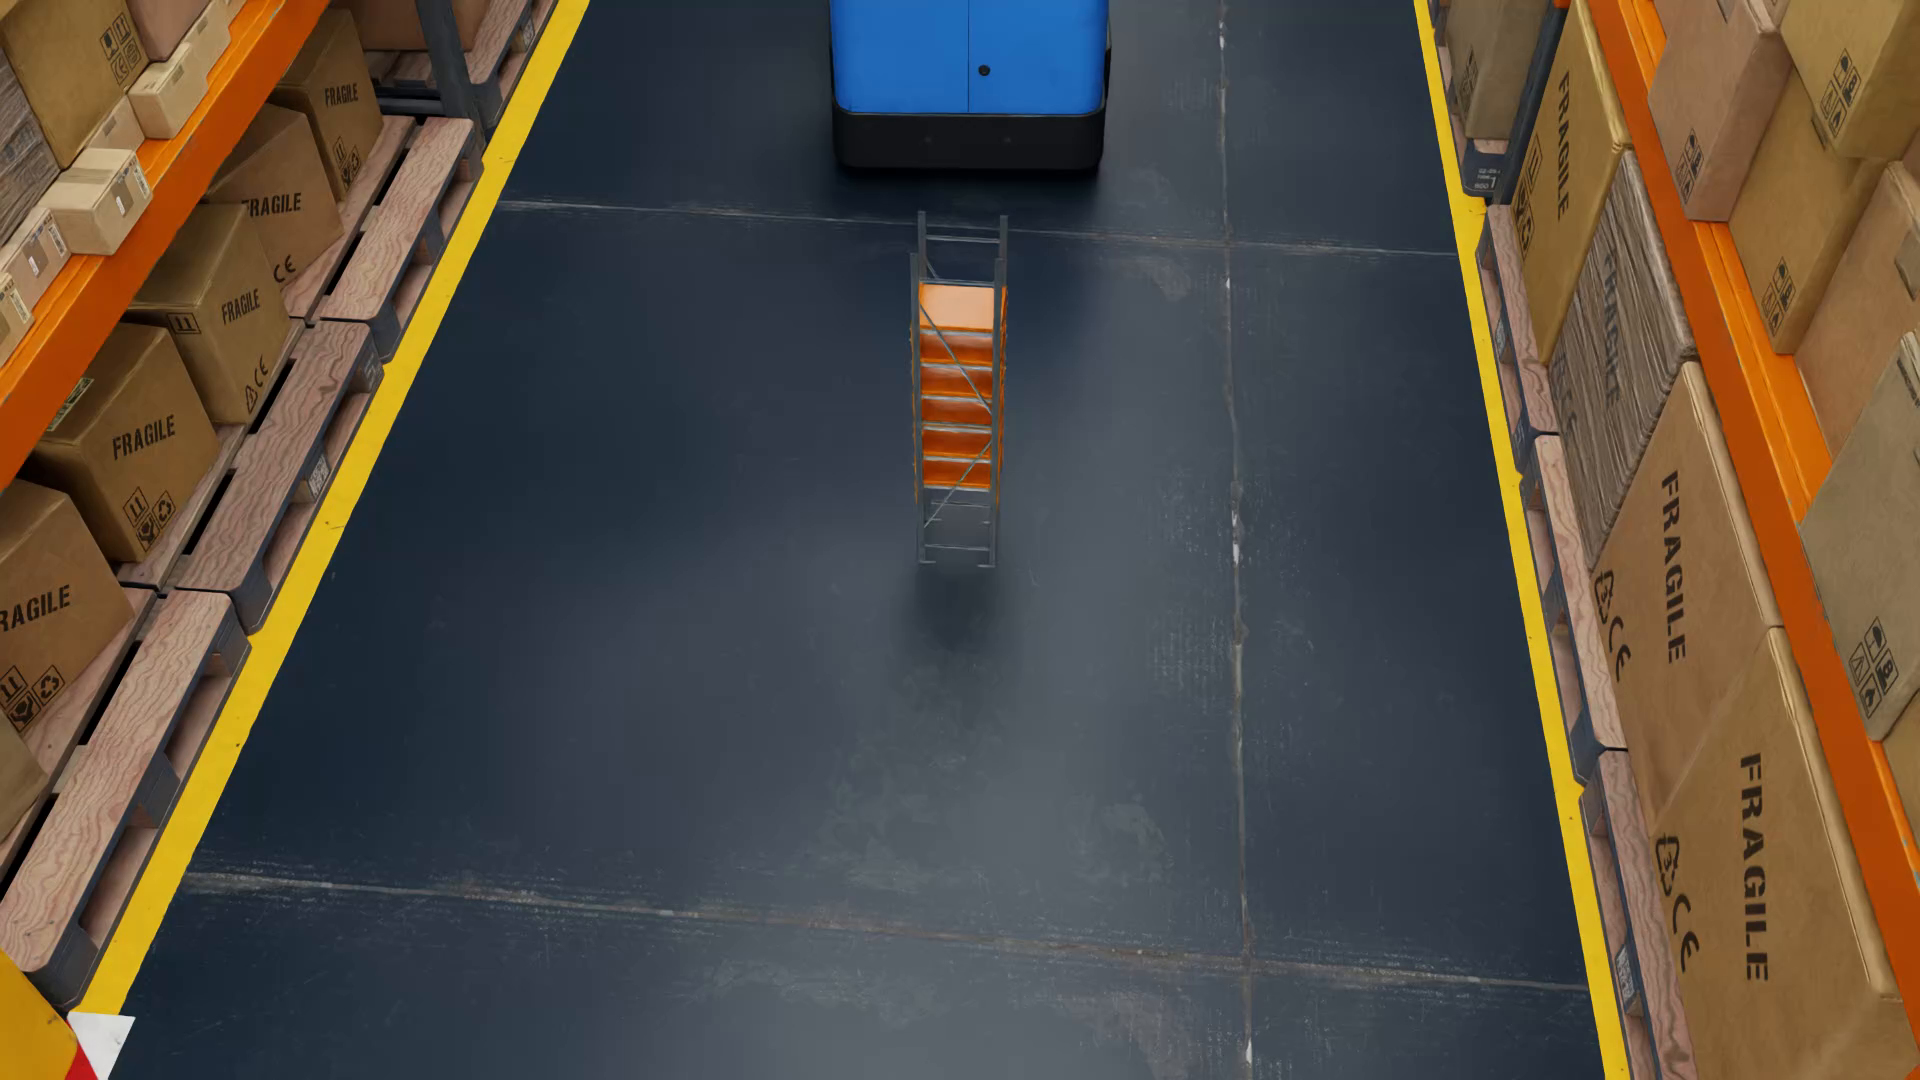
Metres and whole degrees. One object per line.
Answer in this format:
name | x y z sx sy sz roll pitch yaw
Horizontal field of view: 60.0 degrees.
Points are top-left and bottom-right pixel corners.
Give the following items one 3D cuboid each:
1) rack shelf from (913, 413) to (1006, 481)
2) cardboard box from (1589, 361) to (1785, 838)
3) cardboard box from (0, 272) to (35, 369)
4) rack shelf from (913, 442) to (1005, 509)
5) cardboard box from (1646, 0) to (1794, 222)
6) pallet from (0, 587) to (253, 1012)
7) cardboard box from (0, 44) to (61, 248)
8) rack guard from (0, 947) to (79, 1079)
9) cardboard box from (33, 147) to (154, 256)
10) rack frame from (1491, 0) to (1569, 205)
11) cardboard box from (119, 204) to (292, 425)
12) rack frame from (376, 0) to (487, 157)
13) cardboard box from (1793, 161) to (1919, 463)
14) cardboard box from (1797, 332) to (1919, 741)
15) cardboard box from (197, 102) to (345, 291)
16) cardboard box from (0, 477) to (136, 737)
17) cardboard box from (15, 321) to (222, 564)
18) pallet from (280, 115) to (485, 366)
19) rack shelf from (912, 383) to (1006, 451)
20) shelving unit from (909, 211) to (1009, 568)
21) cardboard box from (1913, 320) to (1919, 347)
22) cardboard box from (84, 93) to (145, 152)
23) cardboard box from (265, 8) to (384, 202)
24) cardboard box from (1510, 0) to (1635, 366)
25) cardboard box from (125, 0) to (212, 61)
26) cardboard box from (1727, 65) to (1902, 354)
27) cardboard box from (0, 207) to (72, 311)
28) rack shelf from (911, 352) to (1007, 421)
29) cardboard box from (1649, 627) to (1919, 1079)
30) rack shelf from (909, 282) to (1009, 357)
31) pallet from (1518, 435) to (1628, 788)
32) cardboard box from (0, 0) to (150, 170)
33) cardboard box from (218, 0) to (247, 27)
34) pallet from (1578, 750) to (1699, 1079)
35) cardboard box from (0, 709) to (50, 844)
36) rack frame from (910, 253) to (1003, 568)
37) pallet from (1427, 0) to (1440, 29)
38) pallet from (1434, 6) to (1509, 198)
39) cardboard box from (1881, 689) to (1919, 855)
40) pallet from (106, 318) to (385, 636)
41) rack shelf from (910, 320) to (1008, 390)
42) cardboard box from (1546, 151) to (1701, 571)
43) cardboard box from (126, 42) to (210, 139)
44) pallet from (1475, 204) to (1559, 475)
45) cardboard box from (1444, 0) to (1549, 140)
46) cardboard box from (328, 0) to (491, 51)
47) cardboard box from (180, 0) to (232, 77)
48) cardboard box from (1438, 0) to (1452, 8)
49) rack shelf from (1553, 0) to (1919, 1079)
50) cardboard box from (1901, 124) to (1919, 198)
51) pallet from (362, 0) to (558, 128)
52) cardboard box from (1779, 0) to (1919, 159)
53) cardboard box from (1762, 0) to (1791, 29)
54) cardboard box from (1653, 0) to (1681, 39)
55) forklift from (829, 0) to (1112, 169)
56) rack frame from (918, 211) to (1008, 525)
rack shelf | -0.001 -0.283 4.919 0.258 0.103 0.180 4 48 4
cardboard box | 2.229 0.181 4.207 0.875 0.875 0.875 3 48 3
cardboard box | -2.400 -0.494 3.840 0.380 0.149 0.250 4 48 4
rack shelf | -0.001 -0.202 5.007 0.258 0.103 0.180 4 48 4
cardboard box | 2.304 -1.168 4.184 0.875 0.550 0.550 4 48 4
pallet | -2.659 0.638 4.523 1.003 0.211 1.213 4 48 4
cardboard box | -2.683 -0.929 3.797 0.875 0.500 0.500 4 48 4
rack guard | -2.768 1.135 3.873 1.175 0.500 0.348 4 48 4
cardboard box | -2.278 -0.857 4.171 0.380 0.149 0.250 4 48 4
rack frame | 2.520 -2.184 5.215 1.000 3.000 0.127 4 48 4
cardboard box | -2.510 -0.716 5.281 0.500 0.500 0.500 0 48 0
rack frame | -2.410 -2.592 5.588 1.000 3.000 0.127 4 48 4
cardboard box | 2.348 -0.380 3.463 0.875 0.550 0.550 4 48 4
cardboard box | 2.172 0.024 3.094 0.875 0.550 0.550 4 48 4
cardboard box | -2.531 -1.177 5.703 0.500 0.500 0.500 18 50 16
cardboard box | -2.681 0.150 4.489 0.500 0.500 0.500 15 49 14
cardboard box | -2.605 -0.309 4.909 0.500 0.500 0.500 8 48 7
pallet | -2.436 -1.155 6.163 1.003 0.211 1.213 4 48 4
rack shelf | -0.001 -0.364 4.830 0.258 0.103 0.180 4 48 4
shelving unit | -0.001 -0.394 4.798 0.258 1.200 0.189 4 48 4
cardboard box | 2.186 -0.340 2.695 0.875 0.550 0.550 4 48 4
cardboard box | -2.388 -1.049 4.347 0.380 0.149 0.250 4 48 4
cardboard box | -2.487 -1.599 6.089 0.500 0.500 0.500 3 48 2
cardboard box | 2.393 -1.151 5.425 0.875 0.875 0.875 5 48 4
cardboard box | -2.539 -1.660 4.466 0.875 0.500 0.500 4 48 4
cardboard box | 2.355 -0.772 3.821 0.875 0.550 0.500 4 48 4
cardboard box | -2.404 -0.680 4.009 0.380 0.149 0.250 4 48 4
rack shelf | -0.001 -0.445 4.742 0.258 0.103 0.180 4 48 4
cardboard box | 2.151 0.828 3.615 0.875 0.875 0.875 4 48 4
rack shelf | -0.001 -0.607 4.565 0.258 0.103 0.180 4 48 4
pallet | 2.264 0.210 4.915 1.003 0.211 1.213 4 48 4
cardboard box | -2.626 -1.295 4.133 0.875 0.500 0.500 4 48 4
cardboard box | -2.318 -1.600 4.851 0.380 0.149 0.250 4 48 4
pallet | 2.150 1.104 4.097 1.003 0.211 1.213 4 48 4
cardboard box | -2.701 0.592 4.085 0.500 0.500 0.500 12 49 11
rack frame | -0.010 -0.327 4.736 0.240 1.200 0.006 4 48 4
pallet | 2.624 -2.714 7.589 1.003 0.211 1.213 4 48 4
pallet | 2.515 -1.815 6.767 1.003 0.211 1.213 4 48 4
cardboard box | 2.144 0.429 2.723 0.875 0.550 0.550 4 48 4
pallet | -2.545 -0.256 5.341 1.003 0.211 1.213 4 48 4
rack shelf | -0.001 -0.526 4.653 0.258 0.103 0.180 4 48 4
cardboard box | 2.314 -0.488 4.819 0.875 0.875 0.875 4 48 4
cardboard box | -2.289 -1.228 4.510 0.380 0.149 0.250 4 48 4
pallet | 2.373 -0.689 5.737 1.003 0.211 1.213 4 48 4
cardboard box | 2.487 -2.029 6.313 1.050 0.750 0.750 4 48 3
cardboard box | -2.333 -2.346 6.759 0.700 0.500 0.500 1 48 1
cardboard box | -2.301 -1.414 4.681 0.380 0.149 0.250 4 48 4
cardboard box | 2.578 -2.737 6.961 1.050 0.750 0.750 4 48 4
rack shelf | 2.337 -0.471 4.136 1.077 0.370 4.000 4 48 4
cardboard box | 2.372 -0.742 3.063 0.875 0.550 0.550 4 48 4
pallet | -2.341 -2.223 7.140 1.003 0.211 1.213 4 48 4
cardboard box | 2.291 -1.141 3.427 0.875 0.550 0.500 4 48 4
cardboard box | 2.331 -1.531 3.784 0.875 0.550 0.550 4 48 4
cardboard box | 2.470 -1.557 4.540 0.875 0.550 0.550 4 48 4
forklift | 0.057 -3.505 6.469 1.130 2.935 3.031 1 48 1
rack frame | 0.007 -0.462 4.859 0.240 1.200 0.006 4 48 4
